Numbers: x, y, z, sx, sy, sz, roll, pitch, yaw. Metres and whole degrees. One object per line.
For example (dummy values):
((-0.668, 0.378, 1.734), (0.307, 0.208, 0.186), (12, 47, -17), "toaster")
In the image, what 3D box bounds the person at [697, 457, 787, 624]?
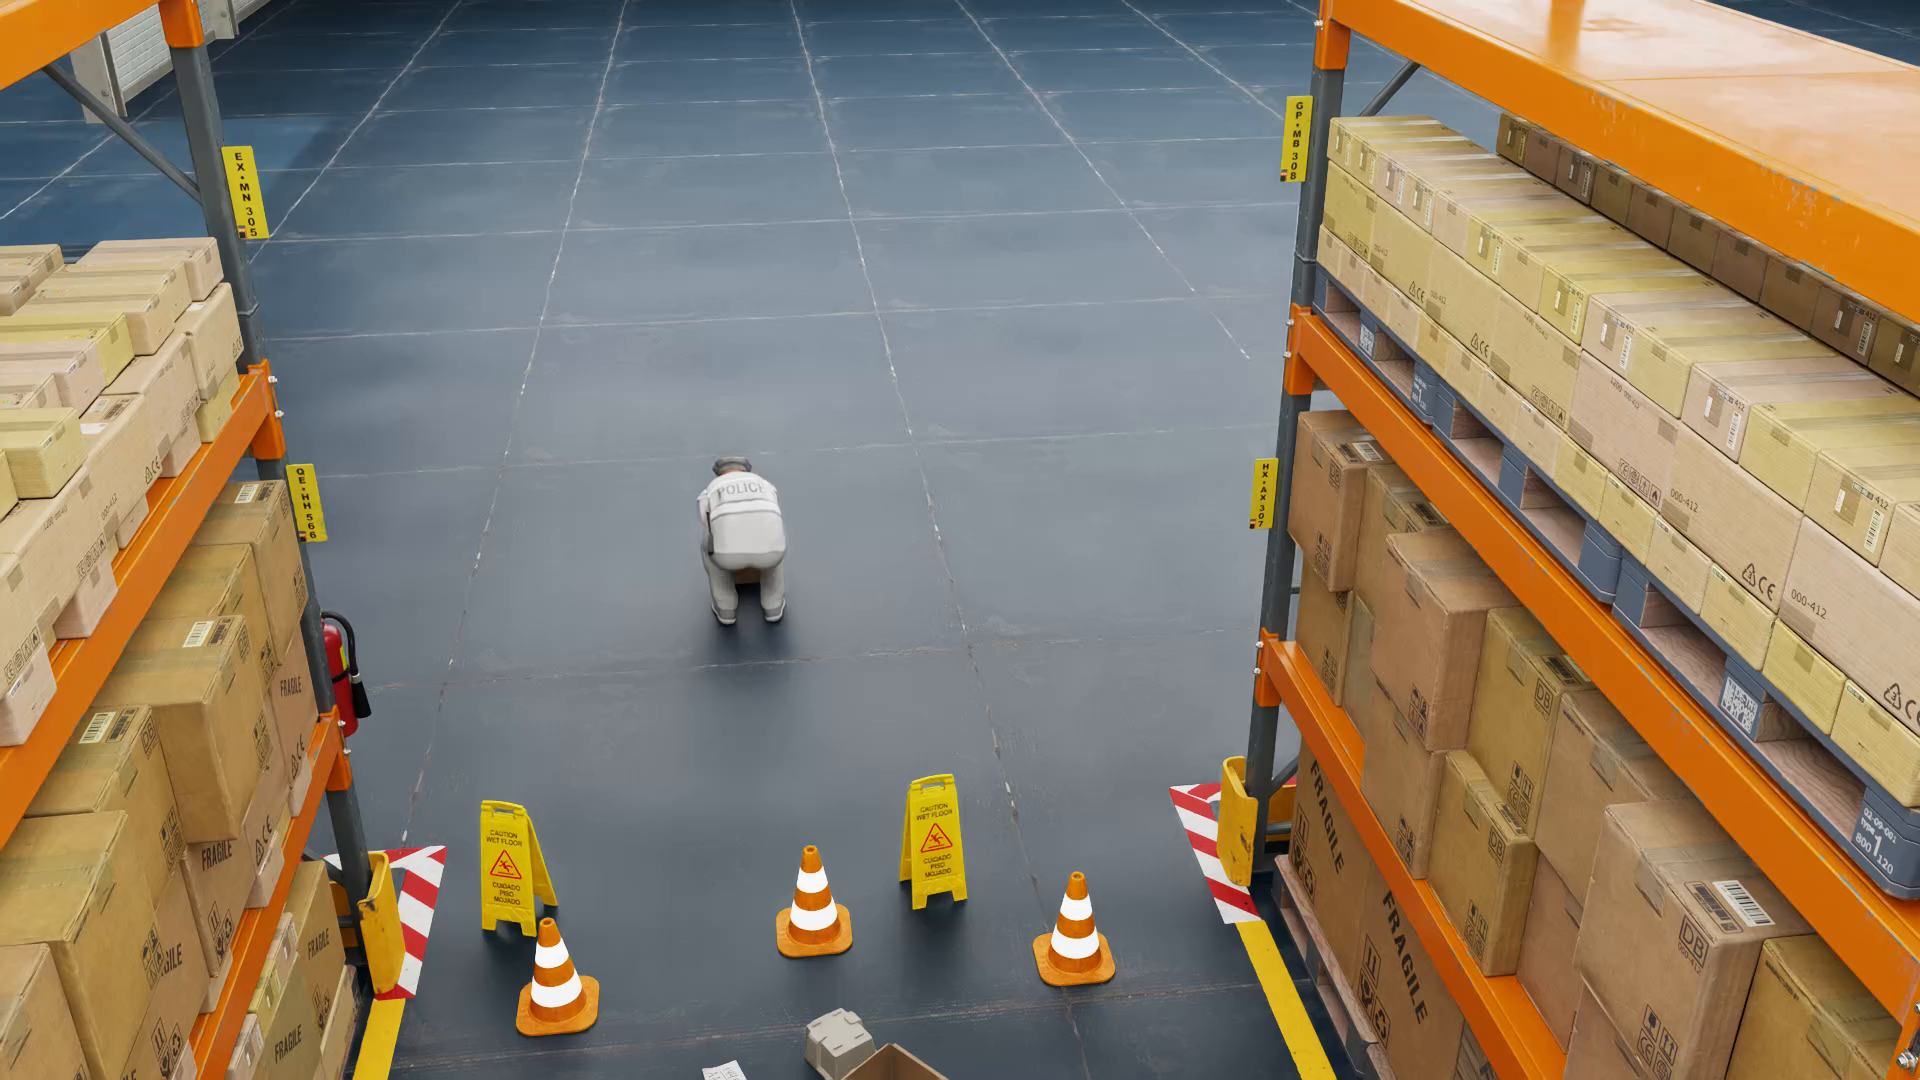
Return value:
((-1.317, 0.015, 10.142), (0.526, 0.815, 1.029), (-4, 27, -8), "person")
